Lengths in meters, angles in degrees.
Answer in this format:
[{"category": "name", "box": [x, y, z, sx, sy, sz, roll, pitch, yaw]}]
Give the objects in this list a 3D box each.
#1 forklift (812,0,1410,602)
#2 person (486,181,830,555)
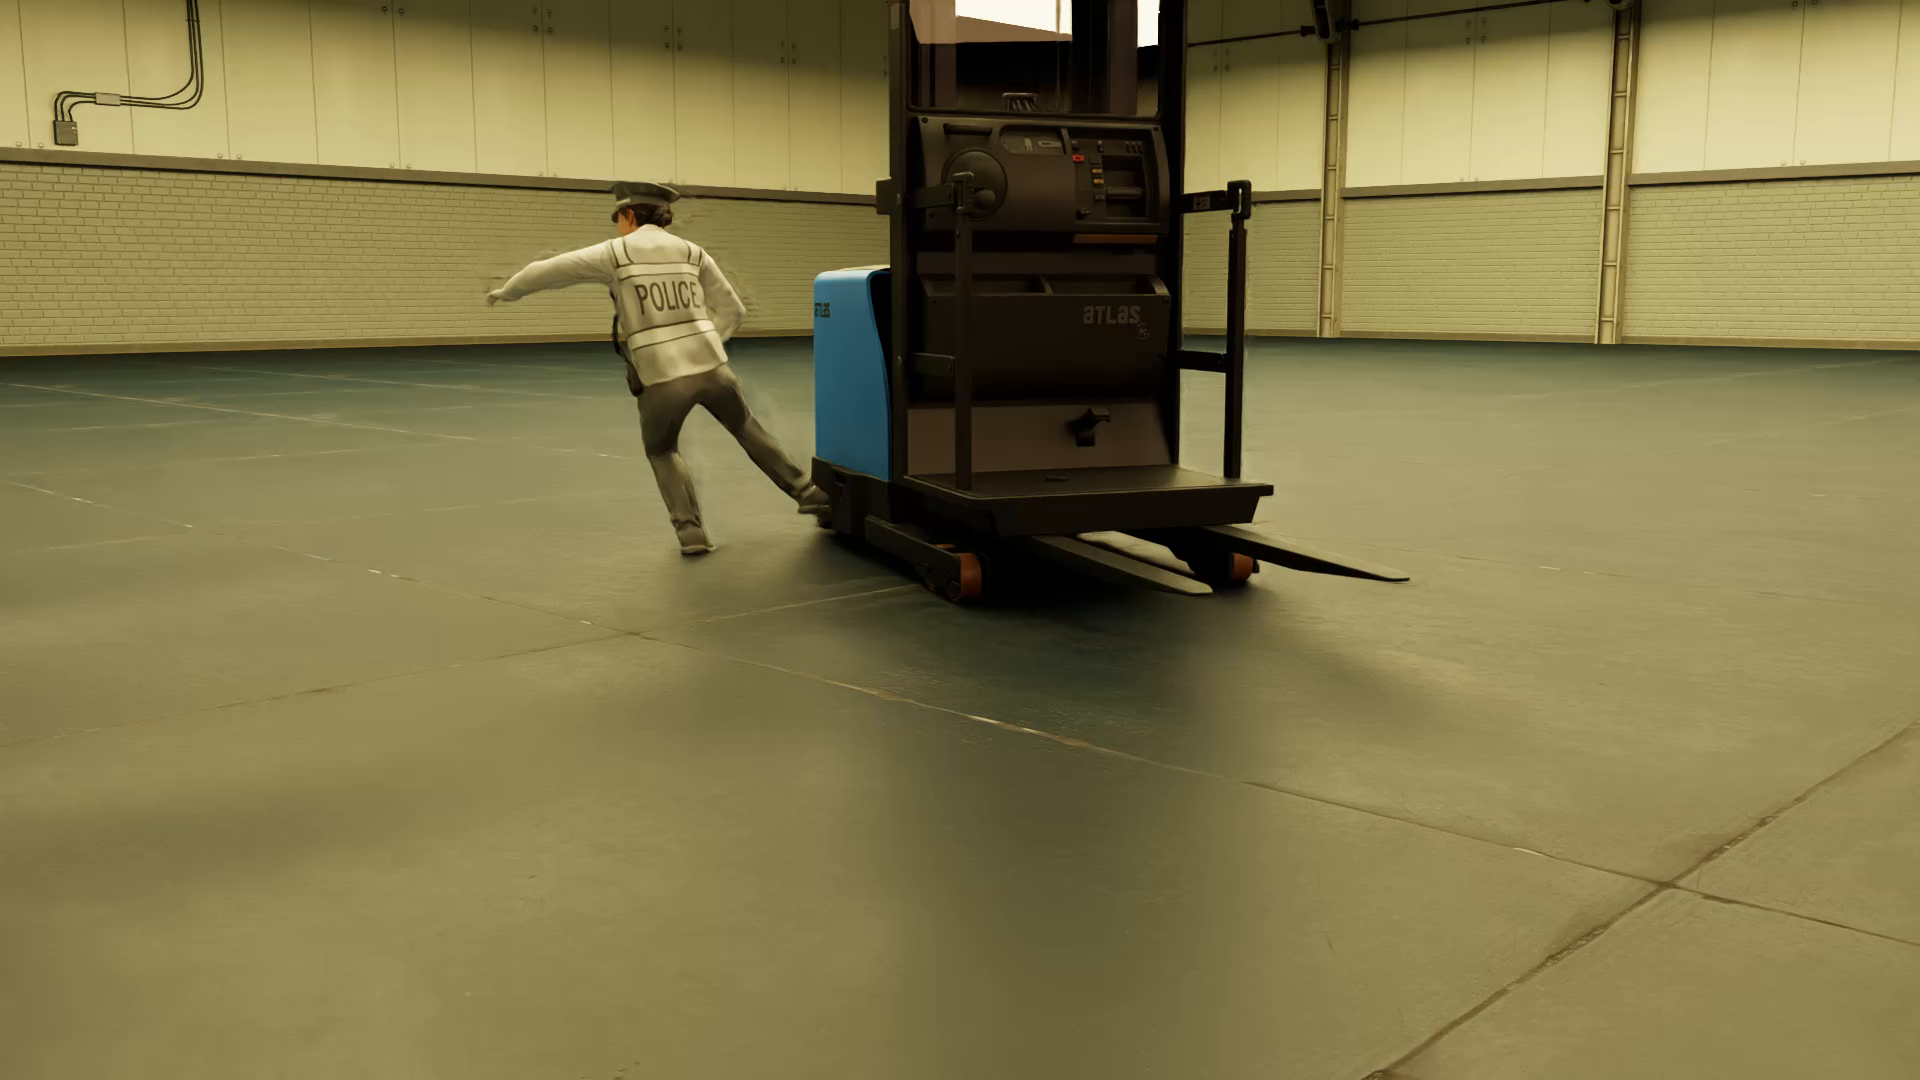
[{"category": "forklift", "box": [0.378, -1.317, 5.623, 1.130, 2.935, 3.031, -3, 9, -21]}, {"category": "person", "box": [-1.072, -0.661, 6.465, 1.335, 1.426, 0.794, -5, 10, -29]}]
